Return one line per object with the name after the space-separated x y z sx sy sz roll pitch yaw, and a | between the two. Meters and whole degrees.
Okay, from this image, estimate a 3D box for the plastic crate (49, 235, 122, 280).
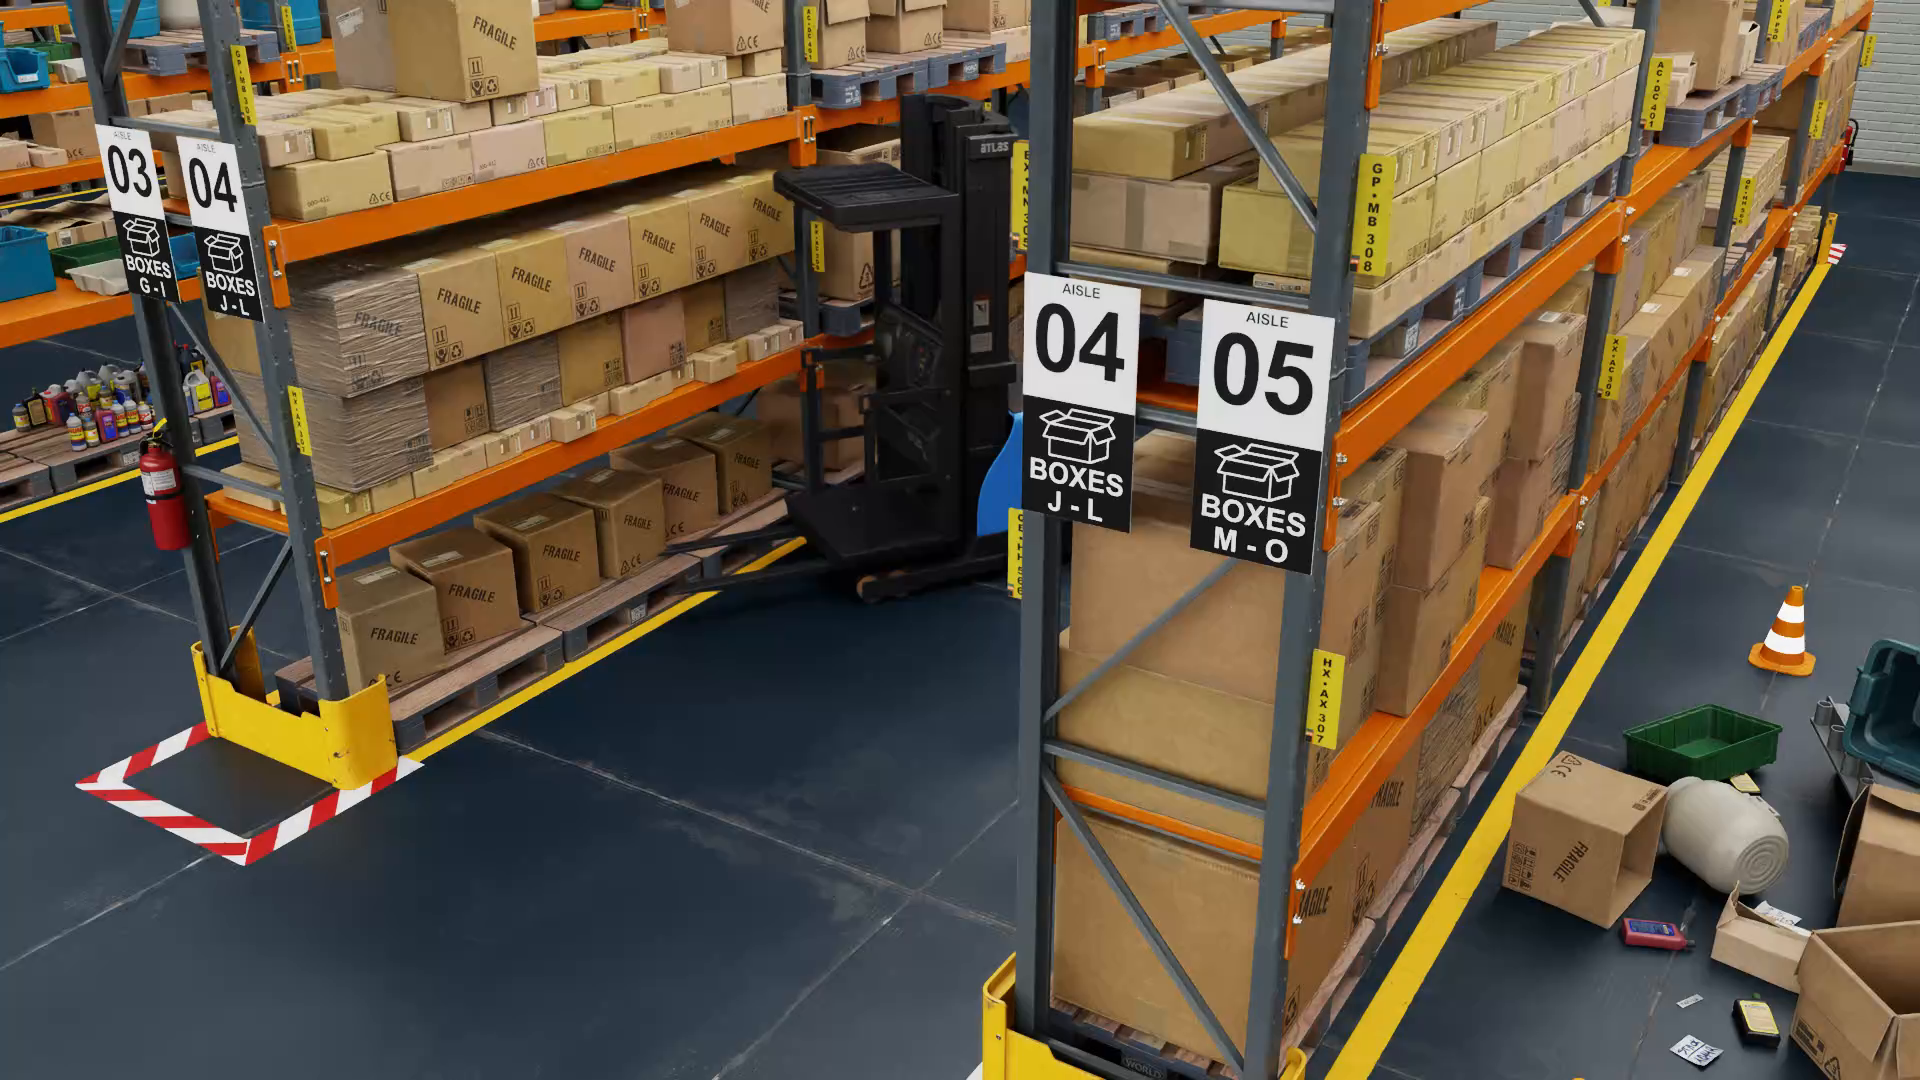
-6.554 -2.156 12.722 0.450 0.188 0.662 14 27 29 | plastic crate

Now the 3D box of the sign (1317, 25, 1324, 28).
4.471 -6.217 20.645 0.100 0.325 0.005 14 27 29 | sign

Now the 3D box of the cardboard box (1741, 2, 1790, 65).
5.407 -3.450 11.543 0.500 0.500 0.500 14 27 29 | cardboard box

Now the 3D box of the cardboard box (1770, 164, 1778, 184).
6.677 -3.107 14.065 0.380 0.149 0.250 15 28 31 | cardboard box

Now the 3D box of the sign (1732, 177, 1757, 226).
5.353 -2.307 11.346 0.100 0.325 0.005 14 27 29 | sign

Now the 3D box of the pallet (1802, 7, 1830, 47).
6.574 -4.345 13.973 1.213 0.211 1.003 14 27 29 | pallet

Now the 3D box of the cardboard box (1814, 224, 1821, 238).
9.064 -3.374 17.954 0.380 0.149 0.250 13 27 28 | cardboard box

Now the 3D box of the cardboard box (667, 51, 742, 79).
-1.535 -2.864 10.001 0.380 0.149 0.250 14 27 30 | cardboard box

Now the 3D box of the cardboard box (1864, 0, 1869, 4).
8.822 -5.516 16.630 0.500 0.250 0.500 14 27 29 | cardboard box

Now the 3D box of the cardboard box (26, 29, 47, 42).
-11.880 -6.485 21.929 0.500 0.500 0.500 14 27 29 | cardboard box

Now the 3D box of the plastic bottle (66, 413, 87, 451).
-6.487 -0.799 12.200 0.097 0.271 0.097 0 23 0 | plastic bottle

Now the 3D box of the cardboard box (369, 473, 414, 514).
-2.999 -0.276 8.428 0.380 0.149 0.250 14 27 29 | cardboard box

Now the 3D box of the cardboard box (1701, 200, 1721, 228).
5.291 -2.358 11.961 0.380 0.149 0.250 14 27 29 | cardboard box

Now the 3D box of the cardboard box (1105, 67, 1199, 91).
1.813 -4.161 15.698 0.797 0.503 0.637 15 27 31 | cardboard box

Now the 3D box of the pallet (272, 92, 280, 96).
-7.396 -5.197 19.721 1.213 0.211 1.003 14 27 29 | pallet

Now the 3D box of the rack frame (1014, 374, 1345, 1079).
0.660 0.809 5.605 1.000 3.000 0.127 14 27 29 | rack frame

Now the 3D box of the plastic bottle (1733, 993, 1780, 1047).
3.209 1.929 6.718 0.133 0.061 0.283 5 24 11 | plastic bottle

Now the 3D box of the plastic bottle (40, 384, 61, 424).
-6.956 -1.045 12.764 0.152 0.276 0.135 14 27 29 | plastic bottle

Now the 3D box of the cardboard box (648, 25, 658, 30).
-4.553 -7.344 23.055 0.500 0.500 0.500 13 27 27 | cardboard box

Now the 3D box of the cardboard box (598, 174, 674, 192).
-2.106 -1.988 10.308 0.500 0.500 0.500 14 27 29 | cardboard box

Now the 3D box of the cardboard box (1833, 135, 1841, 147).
9.168 -4.307 17.739 0.380 0.149 0.250 14 27 29 | cardboard box

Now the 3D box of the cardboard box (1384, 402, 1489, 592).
1.511 -0.238 6.476 0.875 0.550 0.550 14 27 29 | cardboard box

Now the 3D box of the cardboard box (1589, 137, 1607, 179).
2.582 -1.678 7.237 0.380 0.149 0.250 14 27 30 | cardboard box

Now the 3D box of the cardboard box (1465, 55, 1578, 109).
2.182 -1.791 6.493 0.380 0.149 0.250 13 27 28 | cardboard box

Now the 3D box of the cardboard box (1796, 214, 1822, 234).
8.826 -3.330 17.477 0.380 0.149 0.250 13 27 28 | cardboard box

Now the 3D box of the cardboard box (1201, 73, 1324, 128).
1.086 -1.584 6.015 0.380 0.149 0.250 14 27 29 | cardboard box

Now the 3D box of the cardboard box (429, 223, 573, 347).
-2.446 -1.371 8.881 0.500 0.500 0.500 14 27 29 | cardboard box

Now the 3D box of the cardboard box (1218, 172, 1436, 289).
1.133 -0.983 5.129 0.500 0.250 0.500 14 27 29 | cardboard box

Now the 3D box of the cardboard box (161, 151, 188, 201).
-3.462 -1.788 8.018 0.500 0.250 0.500 15 27 30 | cardboard box

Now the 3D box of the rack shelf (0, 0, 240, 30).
-8.749 -5.413 17.108 1.077 0.370 4.000 14 27 29 | rack shelf

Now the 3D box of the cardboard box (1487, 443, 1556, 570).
2.315 -0.292 7.961 0.875 0.550 0.550 14 27 29 | cardboard box

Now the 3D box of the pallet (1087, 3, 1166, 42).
1.014 -4.483 14.292 1.213 0.211 1.003 15 28 31 | pallet

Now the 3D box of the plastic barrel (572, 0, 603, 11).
-3.575 -5.214 15.938 0.294 0.245 0.294 0 23 0 | plastic barrel

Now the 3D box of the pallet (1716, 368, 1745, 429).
5.938 -1.285 13.952 1.003 0.211 1.213 14 27 29 | pallet

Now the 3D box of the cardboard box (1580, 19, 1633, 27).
4.047 -3.070 10.325 0.500 0.250 0.500 15 27 30 | cardboard box

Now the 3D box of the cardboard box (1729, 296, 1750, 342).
5.989 -1.798 13.302 0.500 0.250 0.500 14 27 29 | cardboard box

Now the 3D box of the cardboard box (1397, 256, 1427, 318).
1.247 -0.825 5.267 0.380 0.149 0.250 14 27 29 | cardboard box

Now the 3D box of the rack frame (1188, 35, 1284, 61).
2.830 -4.315 17.441 1.000 3.000 0.127 14 27 29 | rack frame

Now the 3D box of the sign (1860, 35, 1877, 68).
9.561 -5.144 17.503 0.100 0.325 0.005 14 27 29 | sign

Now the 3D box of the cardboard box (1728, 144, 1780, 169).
6.665 -3.237 13.992 0.380 0.149 0.250 13 27 27 | cardboard box

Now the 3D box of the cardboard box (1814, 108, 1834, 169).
8.017 -3.869 15.911 0.500 0.500 0.500 13 27 28 | cardboard box

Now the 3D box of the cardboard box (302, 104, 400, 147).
-2.911 -1.978 7.954 0.380 0.149 0.250 13 27 28 | cardboard box

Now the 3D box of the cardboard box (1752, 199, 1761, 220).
6.264 -2.703 13.505 0.380 0.149 0.250 15 28 31 | cardboard box

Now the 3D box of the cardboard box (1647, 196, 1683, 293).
4.100 -1.902 10.483 0.700 0.500 0.500 13 27 28 | cardboard box

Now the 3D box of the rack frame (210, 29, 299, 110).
-5.598 -2.652 13.601 1.000 3.000 0.127 14 27 29 | rack frame

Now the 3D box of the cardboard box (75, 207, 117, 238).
-8.834 -3.310 17.347 0.500 0.311 0.500 13 27 27 | cardboard box

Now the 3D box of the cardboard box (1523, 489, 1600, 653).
3.021 0.070 9.615 1.050 0.750 0.750 14 27 29 | cardboard box

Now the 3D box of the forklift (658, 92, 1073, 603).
-0.511 -1.193 10.316 3.031 2.935 1.130 -10 26 -23 | forklift

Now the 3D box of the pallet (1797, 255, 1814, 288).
8.601 -3.019 17.958 1.003 0.211 1.213 14 27 29 | pallet

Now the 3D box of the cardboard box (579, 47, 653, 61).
-2.068 -2.868 10.012 0.380 0.149 0.250 14 27 29 | cardboard box

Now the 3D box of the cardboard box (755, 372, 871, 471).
-1.048 -0.872 12.081 0.700 0.500 0.500 12 26 25 | cardboard box

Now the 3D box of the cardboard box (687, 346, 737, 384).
-1.614 -1.103 10.339 0.380 0.149 0.250 14 27 29 | cardboard box

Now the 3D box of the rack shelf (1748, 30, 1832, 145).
5.935 -3.612 12.949 1.077 0.370 4.000 14 27 29 | rack shelf

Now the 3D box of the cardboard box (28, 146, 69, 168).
-9.163 -3.833 16.644 0.380 0.149 0.250 14 27 29 | cardboard box
